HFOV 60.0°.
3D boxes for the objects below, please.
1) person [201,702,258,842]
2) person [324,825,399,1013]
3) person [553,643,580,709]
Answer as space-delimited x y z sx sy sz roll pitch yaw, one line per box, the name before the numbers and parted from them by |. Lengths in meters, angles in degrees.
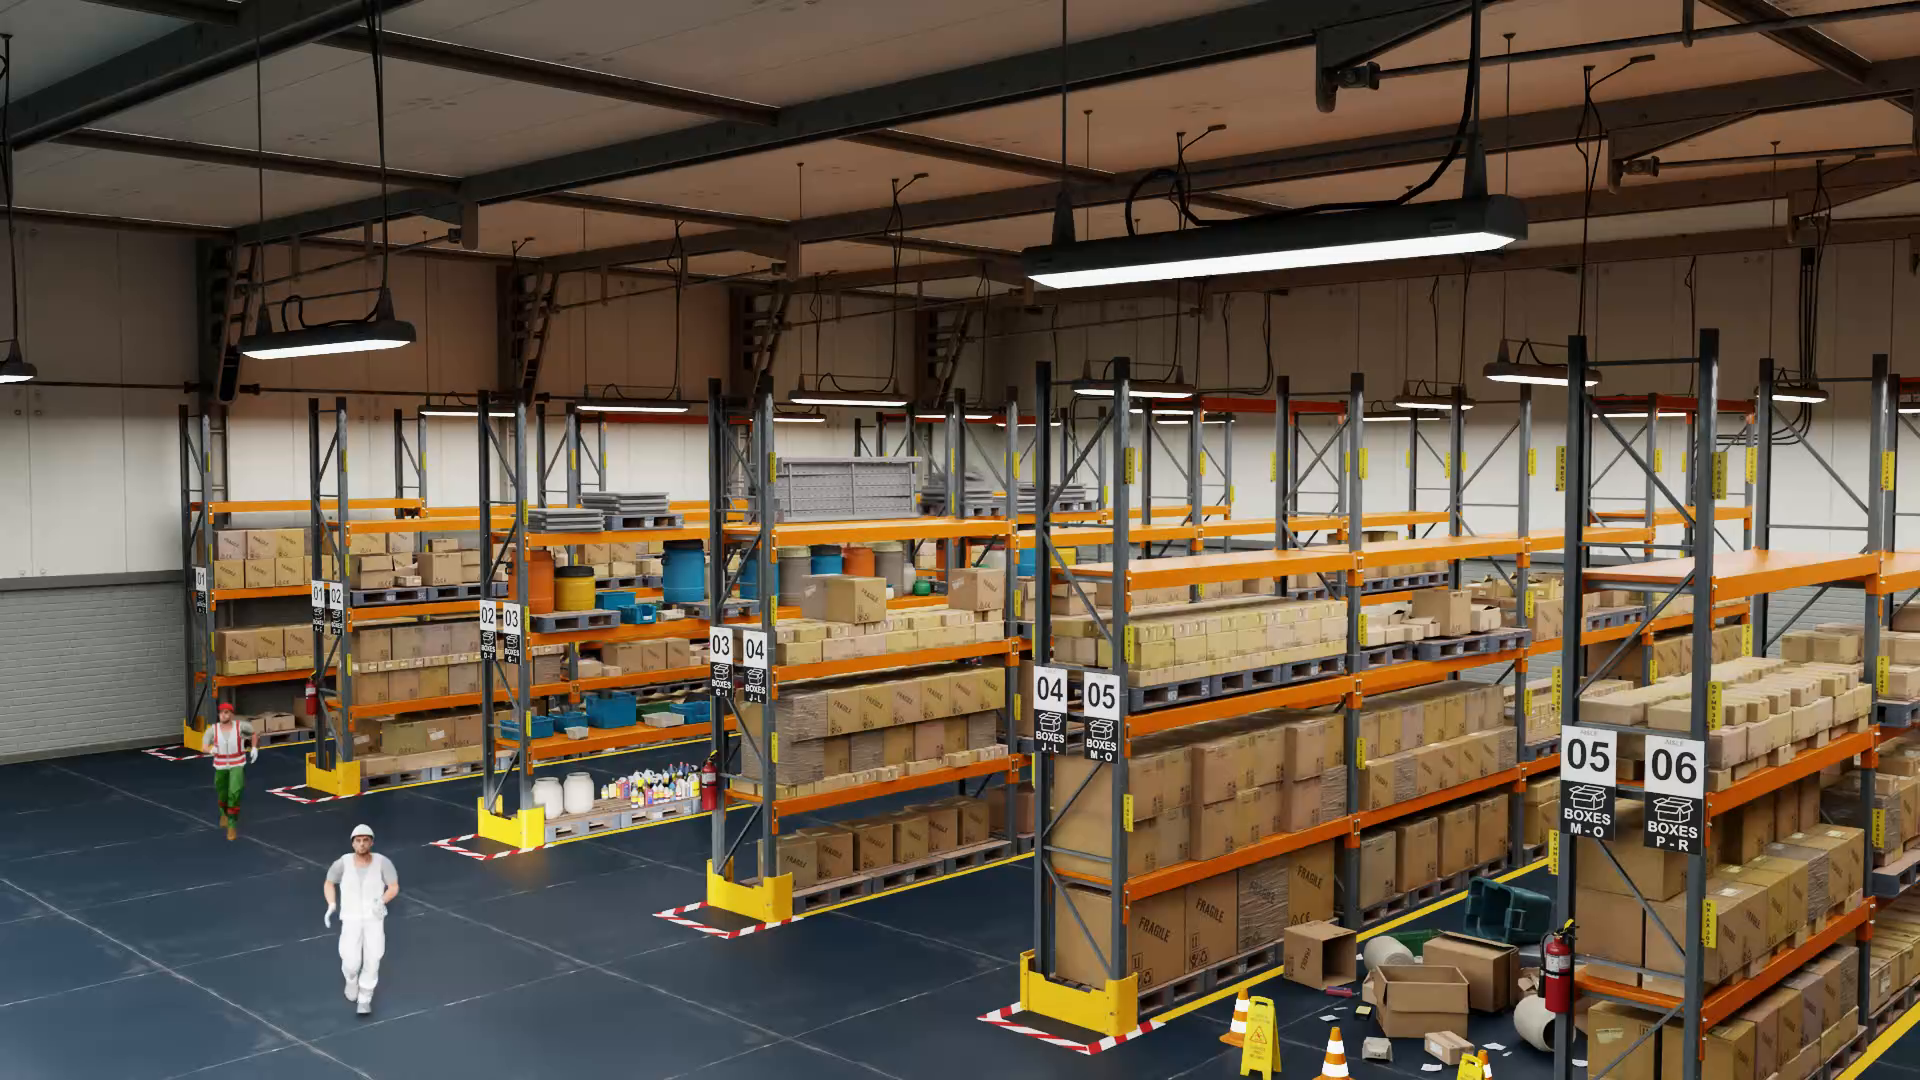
person | -9.853 3.085 22.457 0.674 1.826 0.943 -1 3 -14
person | -5.475 3.484 15.235 0.651 1.738 0.583 -1 3 -20
person | -7.132 2.674 30.156 0.706 1.745 0.987 2 4 37
